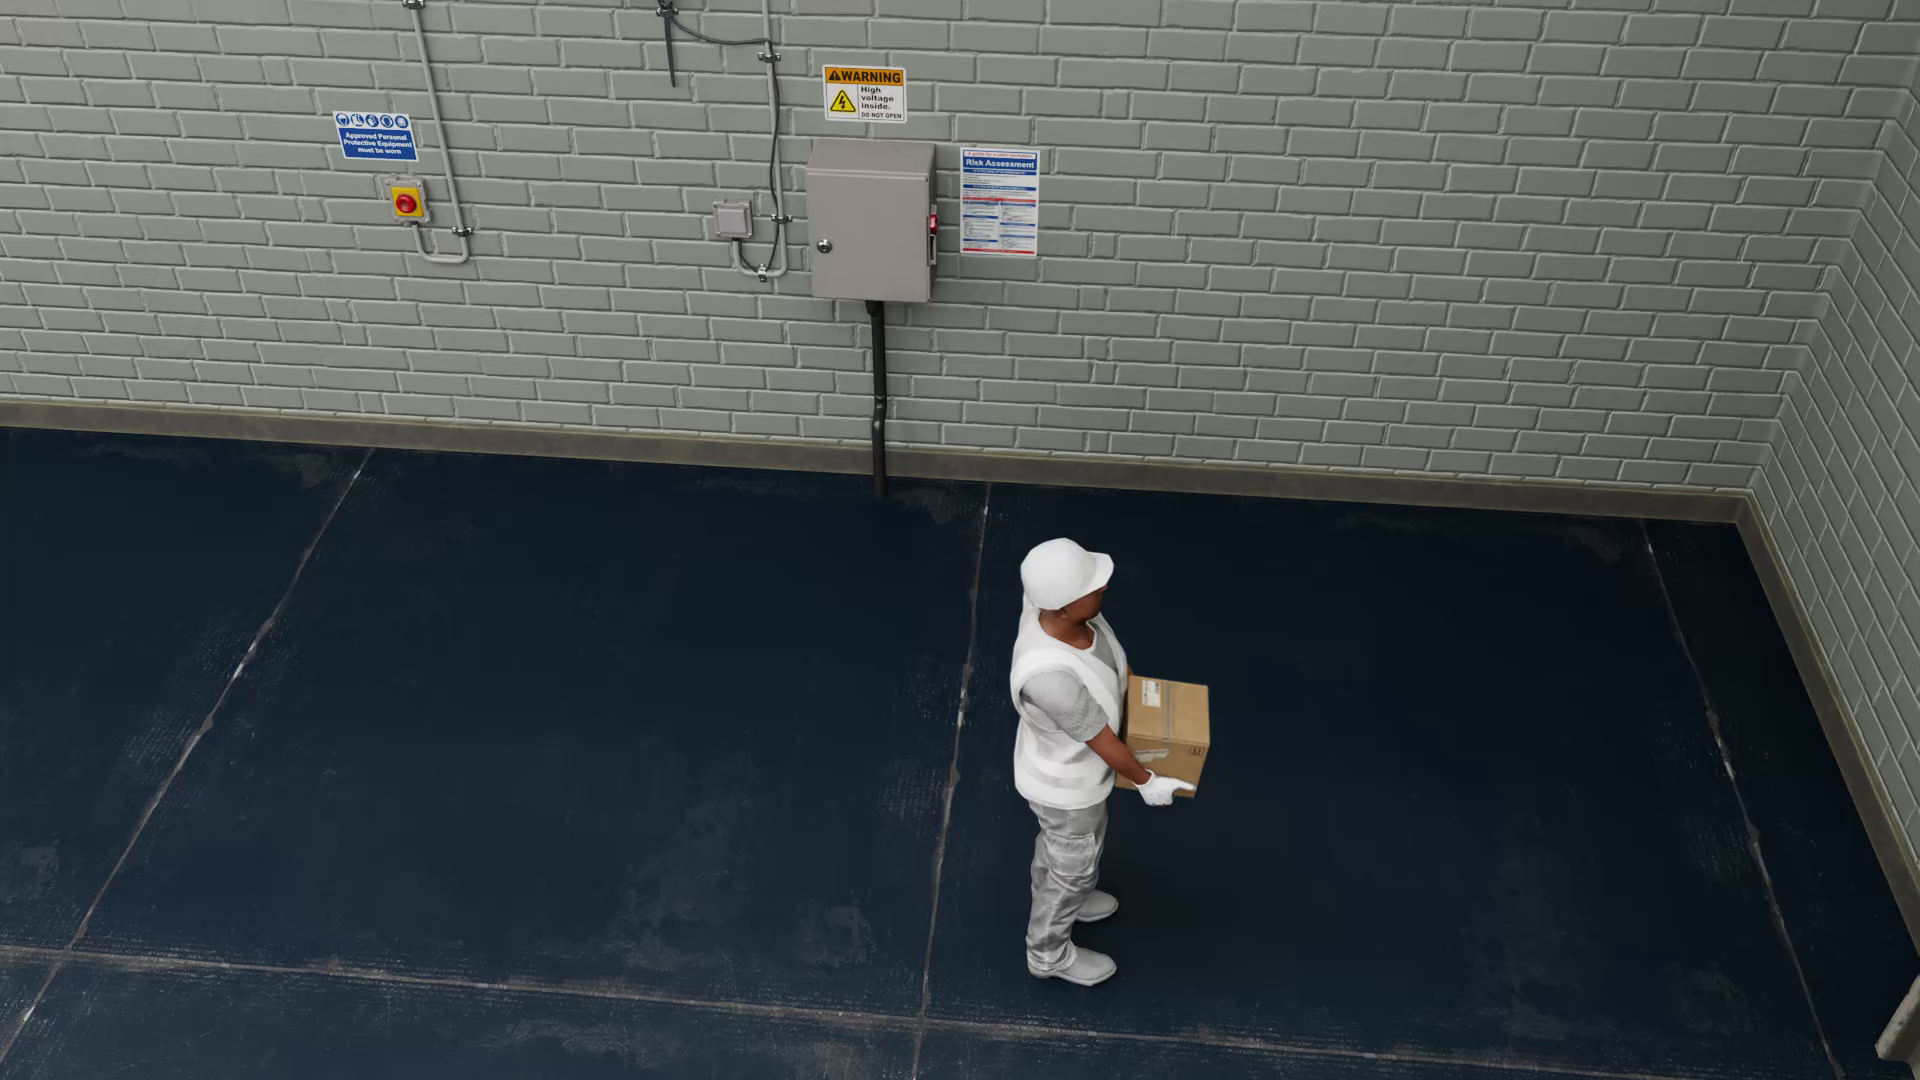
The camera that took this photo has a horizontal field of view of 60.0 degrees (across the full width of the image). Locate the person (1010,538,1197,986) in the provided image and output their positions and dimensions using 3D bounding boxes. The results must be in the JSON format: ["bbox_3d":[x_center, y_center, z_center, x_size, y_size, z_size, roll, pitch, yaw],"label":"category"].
[{"bbox_3d":[0.449,0.714,5.286,0.584,1.778,0.487,3,40,4],"label":"person"}]
